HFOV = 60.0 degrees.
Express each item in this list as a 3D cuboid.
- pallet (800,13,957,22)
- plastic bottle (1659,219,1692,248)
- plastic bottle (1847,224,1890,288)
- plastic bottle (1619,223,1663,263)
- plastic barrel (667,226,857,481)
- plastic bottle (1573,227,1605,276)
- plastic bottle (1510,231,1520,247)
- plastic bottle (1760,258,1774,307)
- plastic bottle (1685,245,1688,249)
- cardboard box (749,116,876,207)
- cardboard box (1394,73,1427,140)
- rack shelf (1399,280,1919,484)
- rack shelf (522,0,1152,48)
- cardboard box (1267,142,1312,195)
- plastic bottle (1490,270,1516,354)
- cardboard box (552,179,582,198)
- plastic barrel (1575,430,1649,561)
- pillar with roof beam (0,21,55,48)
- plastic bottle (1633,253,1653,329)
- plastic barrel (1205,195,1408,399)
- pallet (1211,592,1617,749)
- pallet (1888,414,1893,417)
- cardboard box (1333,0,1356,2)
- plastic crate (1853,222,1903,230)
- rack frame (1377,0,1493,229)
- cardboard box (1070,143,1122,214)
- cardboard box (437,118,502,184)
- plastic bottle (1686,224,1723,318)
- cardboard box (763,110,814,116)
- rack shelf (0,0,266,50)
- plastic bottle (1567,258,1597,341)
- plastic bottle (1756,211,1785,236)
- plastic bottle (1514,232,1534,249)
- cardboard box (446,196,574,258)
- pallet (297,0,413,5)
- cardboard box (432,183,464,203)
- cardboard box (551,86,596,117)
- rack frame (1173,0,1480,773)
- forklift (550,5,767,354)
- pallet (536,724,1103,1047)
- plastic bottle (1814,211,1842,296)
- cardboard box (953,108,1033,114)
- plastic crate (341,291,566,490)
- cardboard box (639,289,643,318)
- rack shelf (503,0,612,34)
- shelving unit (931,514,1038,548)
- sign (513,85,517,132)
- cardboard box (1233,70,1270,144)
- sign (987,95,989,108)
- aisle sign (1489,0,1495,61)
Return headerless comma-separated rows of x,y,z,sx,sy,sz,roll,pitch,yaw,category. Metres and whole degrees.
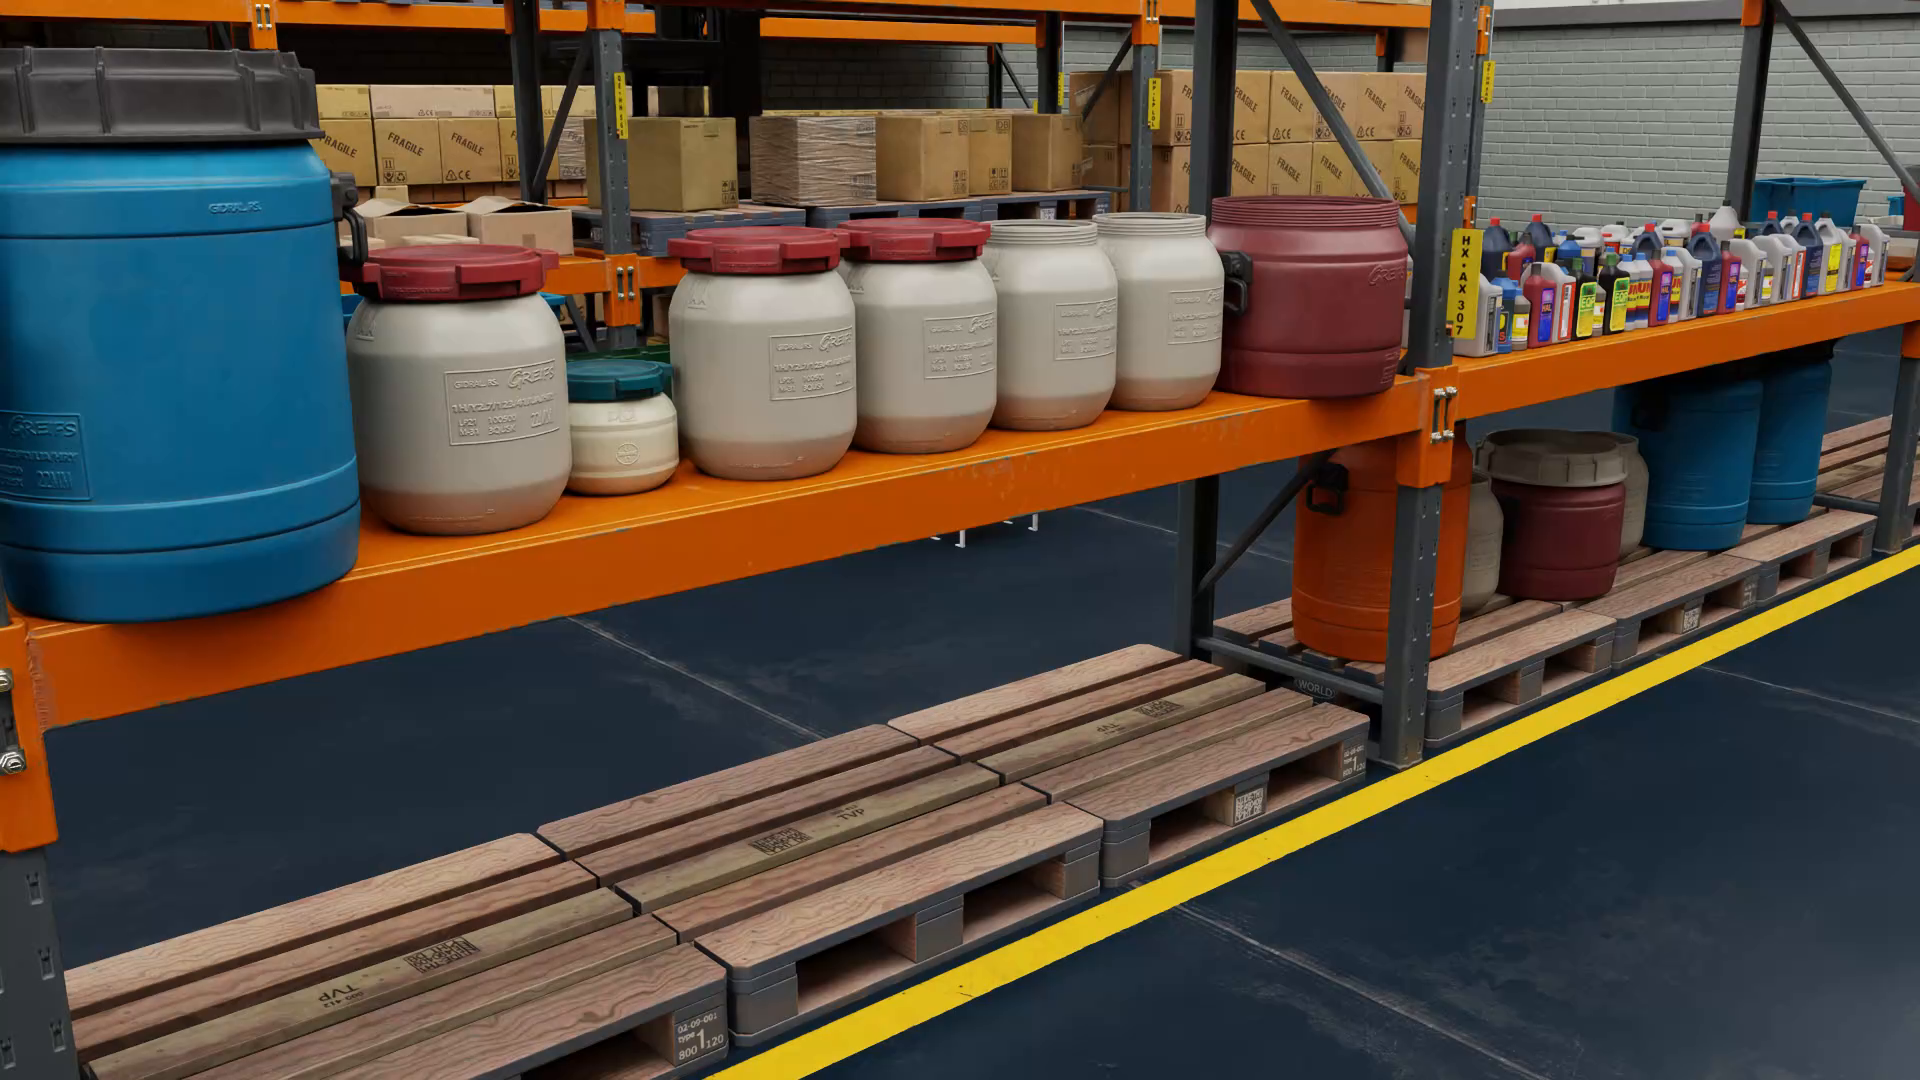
-0.790,-5.154,16.090,1.213,0.211,1.003,-13,19,-39,pallet
3.294,-1.350,7.733,0.135,0.276,0.152,-13,19,-39,plastic bottle
4.084,-1.287,7.495,0.135,0.276,0.152,-13,19,-39,plastic bottle
2.658,-1.053,6.477,0.185,0.351,0.144,-13,19,-39,plastic bottle
-0.447,-0.430,3.786,0.433,0.535,0.433,0,15,0,plastic barrel
2.697,-1.216,7.230,0.135,0.276,0.152,-13,19,-39,plastic bottle
2.279,-1.142,6.937,0.133,0.283,0.061,-13,19,-39,plastic bottle
3.257,-1.056,6.774,0.097,0.201,0.097,0,15,0,plastic bottle
3.390,-1.293,7.663,0.097,0.201,0.097,0,15,0,plastic bottle
-0.881,-2.261,9.896,0.500,0.500,0.700,-9,17,-29,cardboard box
3.402,-3.436,13.168,0.500,0.500,0.500,-12,19,-38,cardboard box
2.661,-0.790,6.789,4.000,0.370,1.077,-13,19,-39,rack shelf
-0.588,-3.204,10.015,4.000,0.370,1.077,-13,19,-39,rack shelf
2.247,-2.695,12.332,0.500,0.500,0.500,-13,20,-40,cardboard box
1.796,-0.761,5.537,0.097,0.271,0.097,0,15,0,plastic bottle
-3.390,-2.974,14.021,0.250,0.149,0.380,-13,20,-41,cardboard box
2.729,-0.190,7.157,0.421,0.512,0.421,0,15,0,plastic barrel
-4.074,-4.736,8.543,0.400,9.000,9.100,-13,19,-39,pillar with roof beam
2.493,-0.918,6.123,0.097,0.271,0.097,0,15,0,plastic bottle
1.001,-0.727,4.895,0.708,0.536,0.600,-13,19,-39,plastic barrel
1.719,0.407,6.318,1.213,0.211,1.003,-13,19,-39,pallet
6.539,-0.675,10.367,1.213,0.211,1.003,-13,19,-39,pallet
2.583,-4.106,12.287,0.500,0.250,0.500,-13,19,-39,cardboard box
4.837,-1.614,8.898,0.590,0.125,0.437,-13,19,-39,plastic crate
3.938,-3.119,14.114,0.127,3.000,1.000,-13,19,-39,rack frame
1.129,-2.624,12.068,0.500,0.500,0.500,-12,19,-38,cardboard box
-4.041,-3.132,13.355,0.500,0.500,0.500,-13,20,-40,cardboard box
2.860,-1.047,6.451,0.185,0.351,0.144,-13,19,-39,plastic bottle
-1.914,-3.639,15.479,0.700,0.700,0.980,-12,19,-39,cardboard box
-6.860,-3.490,11.086,4.000,0.370,1.077,-13,19,-39,rack shelf
2.171,-0.845,5.827,0.133,0.283,0.061,-13,19,-39,plastic bottle
3.457,-1.230,7.137,0.185,0.351,0.144,-13,19,-39,plastic bottle
2.319,-1.130,6.893,0.133,0.283,0.061,-13,19,-39,plastic bottle
-2.400,-1.668,8.853,0.500,0.311,0.500,-11,19,-36,cardboard box
-4.901,-4.205,12.733,1.003,0.211,1.213,-12,19,-37,pallet
-4.200,-2.808,13.399,0.250,0.149,0.380,-12,19,-38,cardboard box
-3.295,-3.669,13.911,0.500,0.250,0.500,-12,19,-38,cardboard box
1.152,-0.799,5.428,0.127,3.000,1.000,-13,19,-39,rack frame
-2.212,-2.494,11.907,3.031,2.935,1.130,-13,20,-40,forklift
-0.378,0.878,4.555,1.213,0.211,1.003,-13,19,-39,pallet
3.691,-1.233,7.150,0.185,0.351,0.144,-13,19,-39,plastic bottle
0.305,-4.139,17.353,0.700,0.700,0.980,-12,19,-37,cardboard box
-1.238,-0.361,3.819,0.575,0.384,0.392,-13,19,-39,plastic crate
-2.739,-2.434,14.901,0.750,0.750,0.750,-12,19,-39,cardboard box
-3.606,-2.527,7.478,4.000,0.370,1.077,-13,19,-39,rack shelf
0.125,-0.608,8.200,0.503,1.200,0.258,-13,19,-39,shelving unit
-2.460,-2.389,9.291,0.005,0.325,0.100,-13,19,-39,sign
1.850,-3.085,11.857,0.500,0.500,0.500,-13,20,-41,cardboard box
0.324,-4.648,18.008,0.005,0.325,0.100,-13,19,-39,sign
4.191,-4.327,13.599,0.004,0.787,0.394,-13,19,-39,aisle sign
